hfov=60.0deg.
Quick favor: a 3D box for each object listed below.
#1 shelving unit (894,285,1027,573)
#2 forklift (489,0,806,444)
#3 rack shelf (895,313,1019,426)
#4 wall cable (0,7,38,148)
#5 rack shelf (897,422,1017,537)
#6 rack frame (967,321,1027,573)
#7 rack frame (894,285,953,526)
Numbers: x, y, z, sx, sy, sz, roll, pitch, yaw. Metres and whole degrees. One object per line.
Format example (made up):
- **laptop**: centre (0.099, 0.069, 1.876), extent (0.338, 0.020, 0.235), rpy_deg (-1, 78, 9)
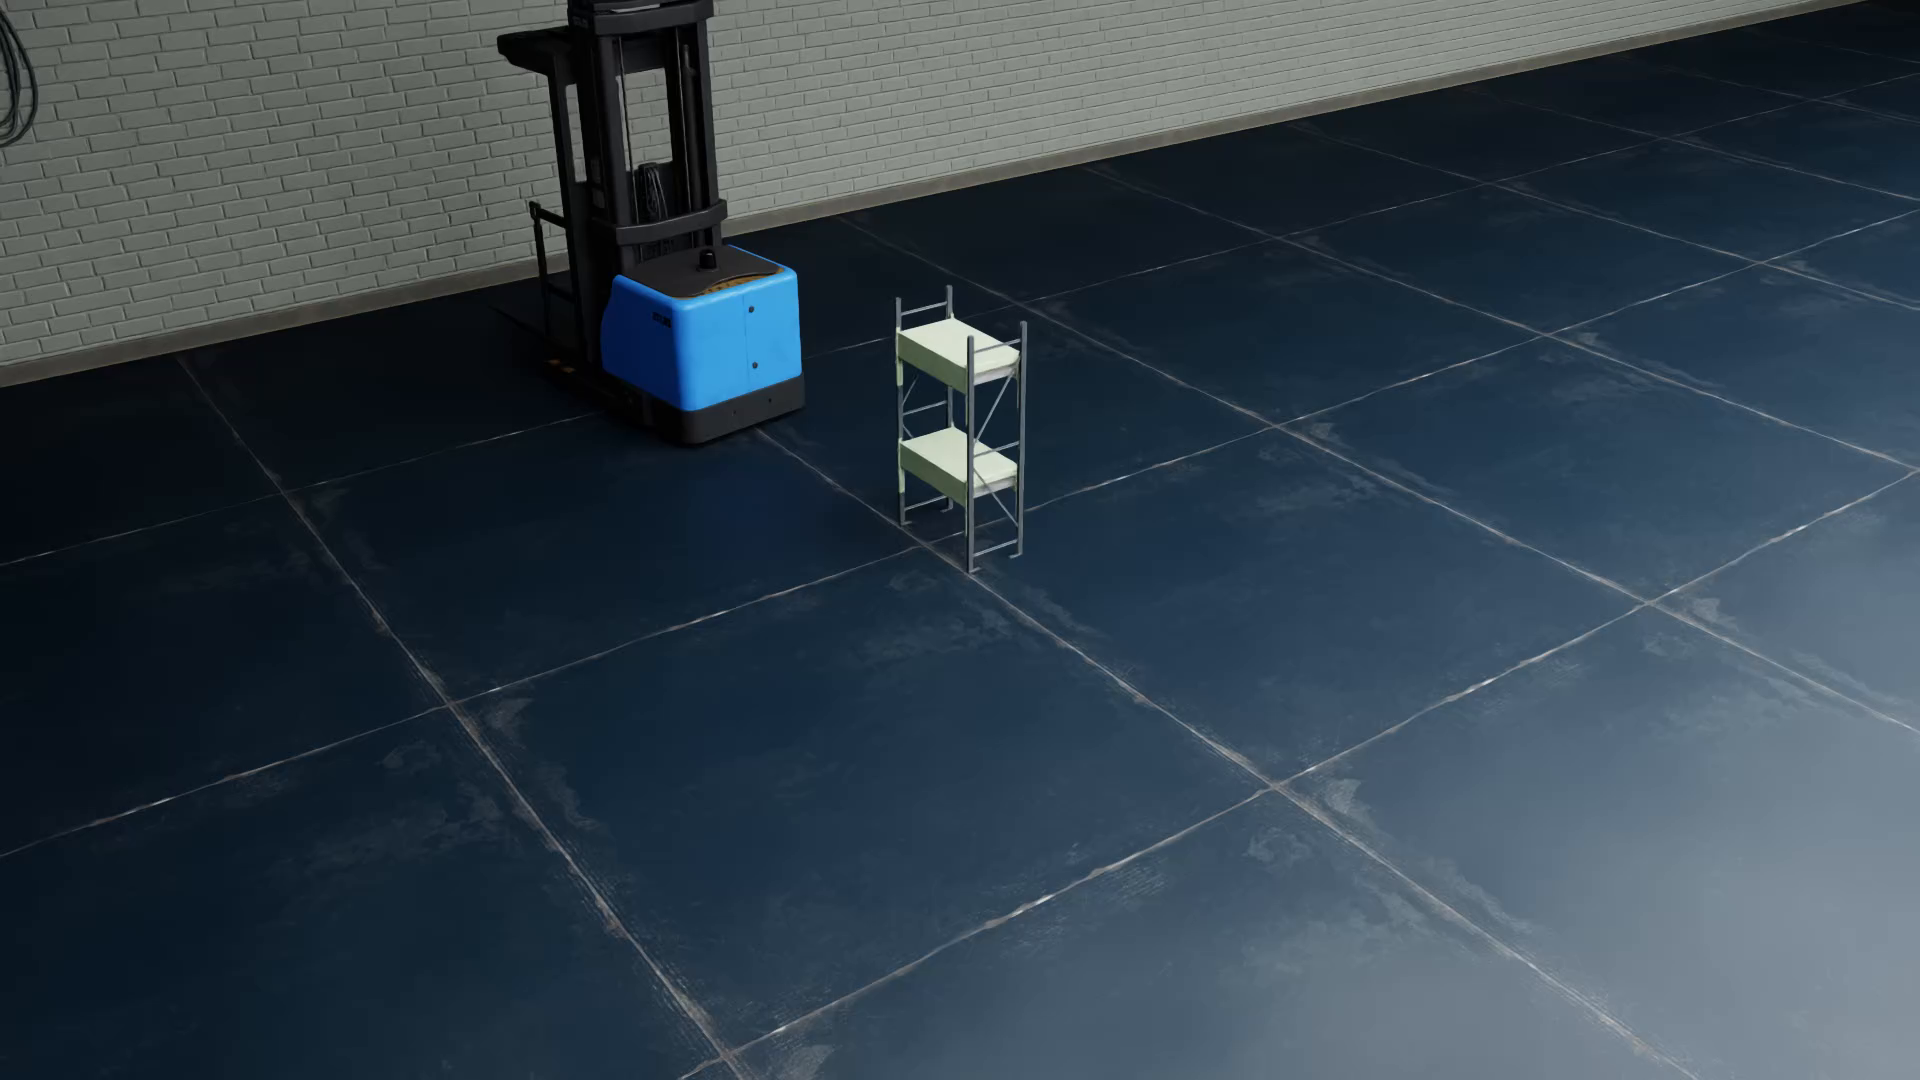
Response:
- **shelving unit**: centre (-0.004, -0.662, 9.897), extent (0.431, 1.500, 0.755), rpy_deg (-19, 34, -31)
- **forklift**: centre (-2.477, -2.555, 11.883), extent (1.130, 2.935, 3.031), rpy_deg (-24, 37, -37)
- **rack shelf**: centre (-0.004, -1.005, 9.711), extent (0.431, 0.370, 0.720), rpy_deg (-19, 34, -31)
- **wall cable**: centre (-7.736, -3.489, 10.499), extent (3.097, 2.526, 0.112), rpy_deg (-19, 34, -31)
- **rack shelf**: centre (-0.004, -0.375, 10.052), extent (0.431, 0.370, 0.720), rpy_deg (-19, 34, -31)
- **rack frame**: centre (0.208, -0.519, 9.635), extent (0.400, 1.500, 0.023), rpy_deg (-19, 34, -31)
- **rack frame**: centre (-0.216, -0.804, 10.159), extent (0.400, 1.500, 0.023), rpy_deg (-19, 34, -31)
